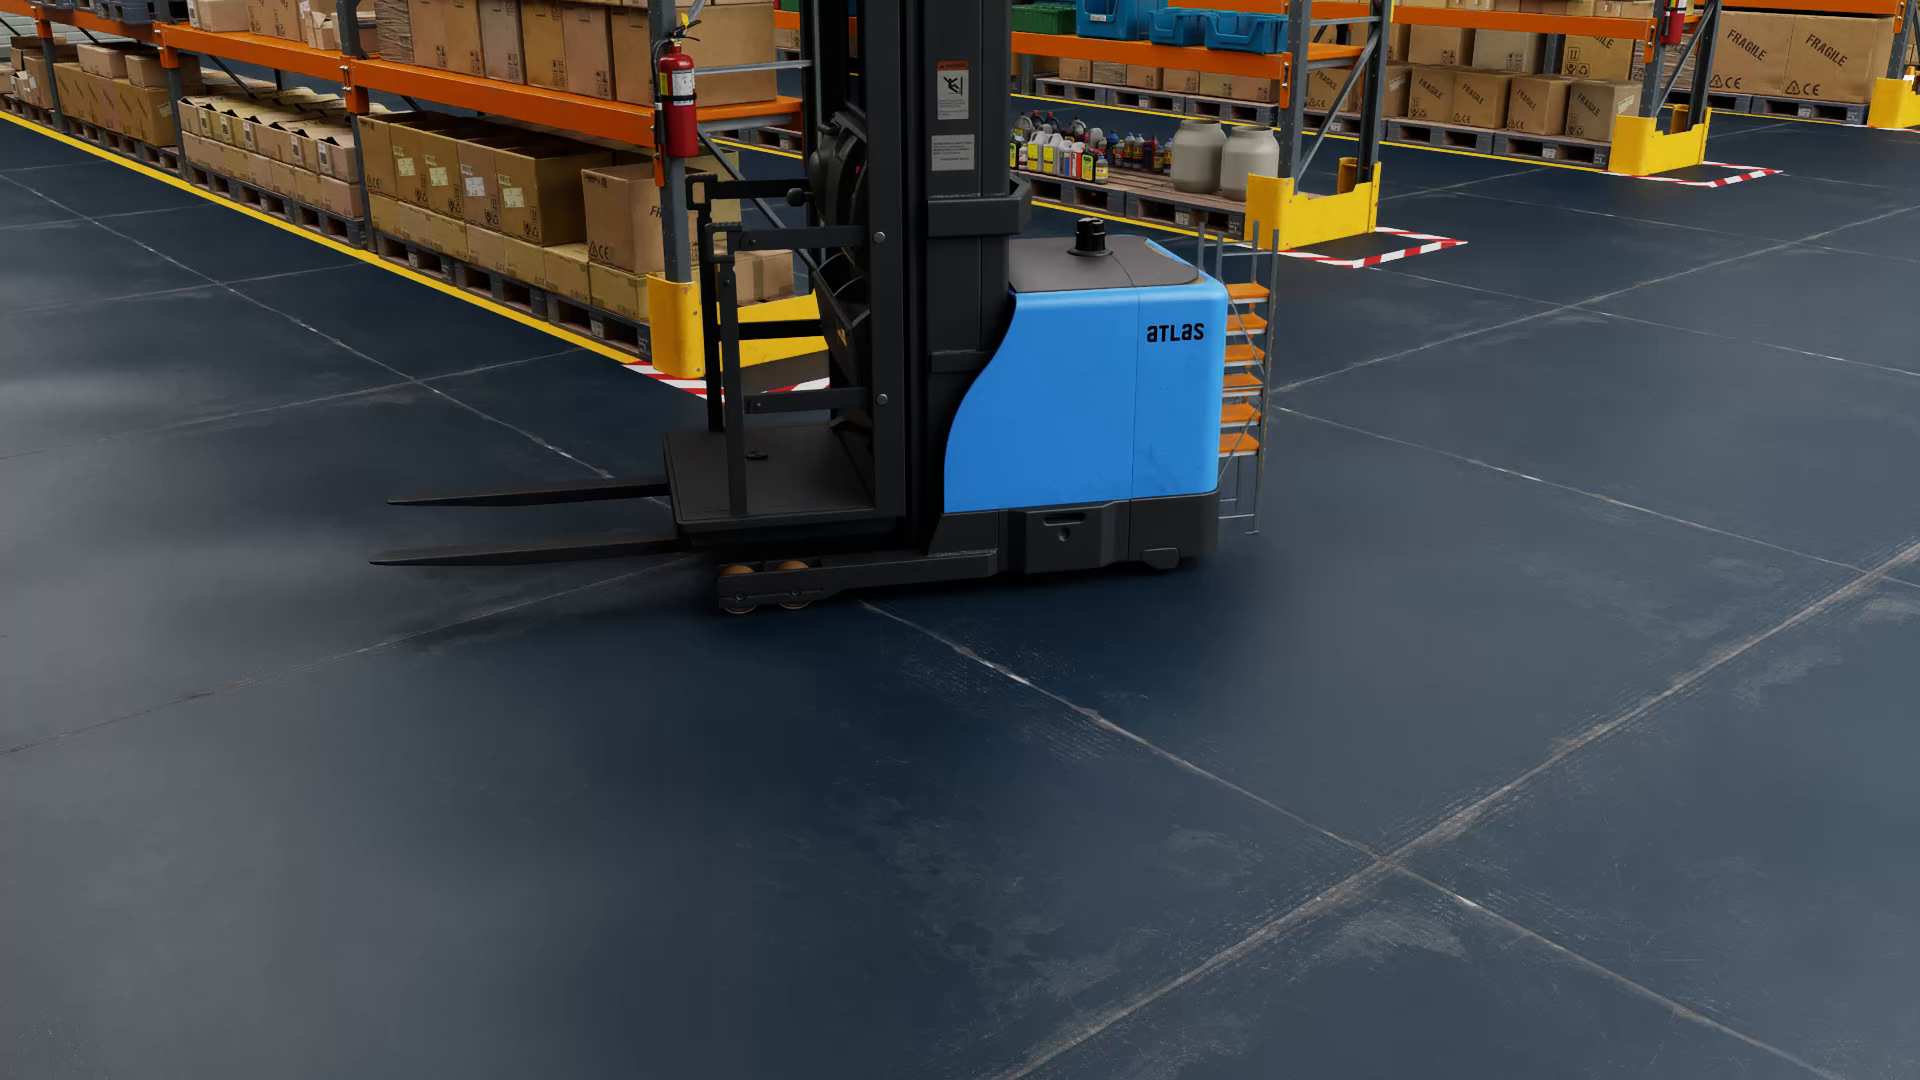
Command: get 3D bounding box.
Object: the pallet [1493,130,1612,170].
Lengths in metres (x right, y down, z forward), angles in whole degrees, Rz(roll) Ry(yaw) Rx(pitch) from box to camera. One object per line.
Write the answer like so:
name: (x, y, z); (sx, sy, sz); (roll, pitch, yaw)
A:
pallet: (5.838, -3.727, 15.709); (1.003, 0.211, 1.213); (-17, 27, -37)

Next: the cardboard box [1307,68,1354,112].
cardboard box: (4.011, -4.788, 17.447); (0.500, 0.500, 0.500); (-18, 28, -39)

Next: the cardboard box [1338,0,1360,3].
cardboard box: (4.030, -5.494, 16.741); (0.380, 0.149, 0.250); (-17, 27, -37)

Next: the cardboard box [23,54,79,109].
cardboard box: (-9.536, -4.860, 17.604); (0.500, 0.500, 0.500); (-17, 27, -37)

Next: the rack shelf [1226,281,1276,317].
rack shelf: (1.035, -0.902, 6.275); (0.258, 0.103, 0.180); (-5, 22, -13)

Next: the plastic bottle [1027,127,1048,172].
plastic bottle: (0.641, -3.177, 13.512); (0.144, 0.351, 0.185); (-18, 27, -38)

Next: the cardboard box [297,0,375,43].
cardboard box: (-4.560, -3.927, 12.261); (0.500, 0.500, 0.500); (-15, 26, -34)

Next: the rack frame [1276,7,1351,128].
rack frame: (3.780, -5.876, 17.374); (1.000, 3.000, 0.127); (-17, 27, -37)

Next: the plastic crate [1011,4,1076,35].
plastic crate: (0.700, -4.156, 13.273); (0.450, 0.188, 0.662); (-17, 27, -37)

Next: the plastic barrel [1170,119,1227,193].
plastic barrel: (1.824, -2.931, 12.690); (0.421, 0.512, 0.421); (0, 21, 0)

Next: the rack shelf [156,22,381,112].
rack shelf: (-5.033, -3.737, 12.898); (1.077, 0.370, 4.000); (-17, 27, -37)

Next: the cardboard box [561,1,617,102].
cardboard box: (-1.758, -2.736, 9.220); (0.700, 0.500, 0.500); (-17, 27, -36)

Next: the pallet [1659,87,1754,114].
pallet: (8.841, -5.165, 19.381); (1.003, 0.211, 1.213); (-17, 27, -37)

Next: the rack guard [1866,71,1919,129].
rack guard: (10.230, -4.753, 17.935); (1.175, 0.500, 0.348); (-17, 27, -37)

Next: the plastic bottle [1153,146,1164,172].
plastic bottle: (1.624, -3.098, 13.513); (0.097, 0.201, 0.097); (0, 21, 0)

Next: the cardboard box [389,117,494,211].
cardboard box: (-3.329, -2.444, 10.778); (0.500, 0.500, 0.500); (-17, 27, -37)

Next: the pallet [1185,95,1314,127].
pallet: (3.271, -4.793, 18.431); (1.003, 0.211, 1.213); (-17, 27, -37)

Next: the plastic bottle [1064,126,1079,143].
plastic bottle: (0.942, -3.354, 14.056); (0.061, 0.283, 0.133); (-17, 27, -37)

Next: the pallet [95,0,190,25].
pallet: (-6.834, -4.705, 14.648); (1.213, 0.211, 1.003); (-17, 27, -37)

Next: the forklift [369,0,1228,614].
forklift: (-0.608, -1.316, 5.826); (3.031, 2.935, 1.130); (-5, 22, -11)

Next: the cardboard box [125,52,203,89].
cardboard box: (-7.166, -4.231, 14.970); (0.500, 0.250, 0.500); (-16, 27, -35)

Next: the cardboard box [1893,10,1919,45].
cardboard box: (12.511, -6.838, 21.997); (0.500, 0.500, 0.500); (-18, 28, -39)

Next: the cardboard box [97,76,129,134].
cardboard box: (-7.811, -4.154, 15.801); (0.500, 0.500, 0.500); (-19, 28, -39)

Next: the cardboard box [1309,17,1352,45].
cardboard box: (5.322, -7.093, 22.988); (1.050, 0.750, 0.750); (-18, 28, -38)

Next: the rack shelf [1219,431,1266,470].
rack shelf: (1.035, -0.343, 6.494); (0.258, 0.103, 0.180); (-5, 22, -13)

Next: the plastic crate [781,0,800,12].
plastic crate: (-1.323, -5.012, 15.459); (0.450, 0.188, 0.662); (-17, 27, -37)

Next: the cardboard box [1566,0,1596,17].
cardboard box: (5.684, -4.810, 14.995); (0.380, 0.149, 0.250); (-17, 27, -37)

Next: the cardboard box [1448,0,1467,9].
cardboard box: (4.879, -5.159, 15.886); (0.380, 0.149, 0.250); (-17, 27, -37)

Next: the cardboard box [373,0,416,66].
cardboard box: (-3.433, -3.444, 11.028); (0.700, 0.500, 0.500); (-18, 28, -39)

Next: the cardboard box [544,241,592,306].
cardboard box: (-2.025, -1.542, 9.503); (0.500, 0.250, 0.500); (-17, 27, -37)

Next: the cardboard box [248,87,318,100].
cardboard box: (-5.810, -3.714, 14.280); (0.500, 0.311, 0.500); (-17, 27, -36)

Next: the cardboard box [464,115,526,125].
cardboard box: (-2.941, -2.566, 11.090); (0.500, 0.500, 0.500); (-17, 27, -37)

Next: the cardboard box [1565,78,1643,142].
cardboard box: (5.996, -3.979, 15.382); (0.500, 0.500, 0.500); (-12, 24, -28)

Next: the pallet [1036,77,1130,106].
pallet: (1.678, -5.467, 20.152); (1.003, 0.211, 1.213); (-17, 27, -37)

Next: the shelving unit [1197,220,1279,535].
shelving unit: (1.035, -0.608, 6.390); (0.258, 1.200, 0.189); (-5, 22, -13)

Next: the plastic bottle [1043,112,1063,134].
plastic bottle: (0.792, -3.506, 14.352); (0.144, 0.351, 0.185); (-19, 28, -40)

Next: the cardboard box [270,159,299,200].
cardboard box: (-4.880, -2.761, 12.615); (0.500, 0.250, 0.500); (-17, 27, -36)

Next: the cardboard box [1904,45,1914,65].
cardboard box: (12.489, -6.493, 22.143); (0.500, 0.250, 0.500); (-19, 28, -39)

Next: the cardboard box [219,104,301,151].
cardboard box: (-5.538, -3.301, 13.225); (0.500, 0.311, 0.500); (-18, 28, -39)

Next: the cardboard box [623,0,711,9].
cardboard box: (-1.510, -2.823, 8.551); (0.380, 0.149, 0.250); (-18, 28, -38)

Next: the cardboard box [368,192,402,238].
cardboard box: (-3.654, -2.234, 11.269); (0.500, 0.250, 0.500); (-17, 27, -37)

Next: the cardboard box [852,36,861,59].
cardboard box: (-1.009, -7.121, 22.889); (1.225, 0.875, 0.875); (-17, 27, -37)

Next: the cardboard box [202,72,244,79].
cardboard box: (-7.088, -4.142, 15.770); (0.500, 0.500, 0.500); (-18, 28, -38)

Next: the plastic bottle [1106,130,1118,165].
plastic bottle: (1.270, -3.280, 13.883); (0.097, 0.271, 0.097); (0, 21, 0)

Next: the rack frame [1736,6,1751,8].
rack frame: (11.288, -8.235, 23.397); (1.000, 3.000, 0.127); (-17, 27, -37)

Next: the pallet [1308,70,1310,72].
pallet: (5.450, -6.600, 23.045); (1.003, 0.211, 1.213); (-17, 27, -37)

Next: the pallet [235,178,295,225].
pallet: (-5.038, -2.752, 13.221); (1.003, 0.211, 1.213); (-17, 27, -37)

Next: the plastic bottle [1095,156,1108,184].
plastic bottle: (1.108, -2.897, 13.001); (0.097, 0.201, 0.097); (0, 21, 0)

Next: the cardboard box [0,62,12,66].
cardboard box: (-11.094, -5.403, 19.333); (0.500, 0.250, 0.500); (-17, 27, -37)

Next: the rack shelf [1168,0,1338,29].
rack shelf: (2.475, -6.094, 18.916); (1.077, 0.370, 4.000); (-17, 27, -37)

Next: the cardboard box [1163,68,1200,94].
cardboard box: (2.733, -5.383, 18.938); (0.500, 0.500, 0.700); (20, 29, 41)
